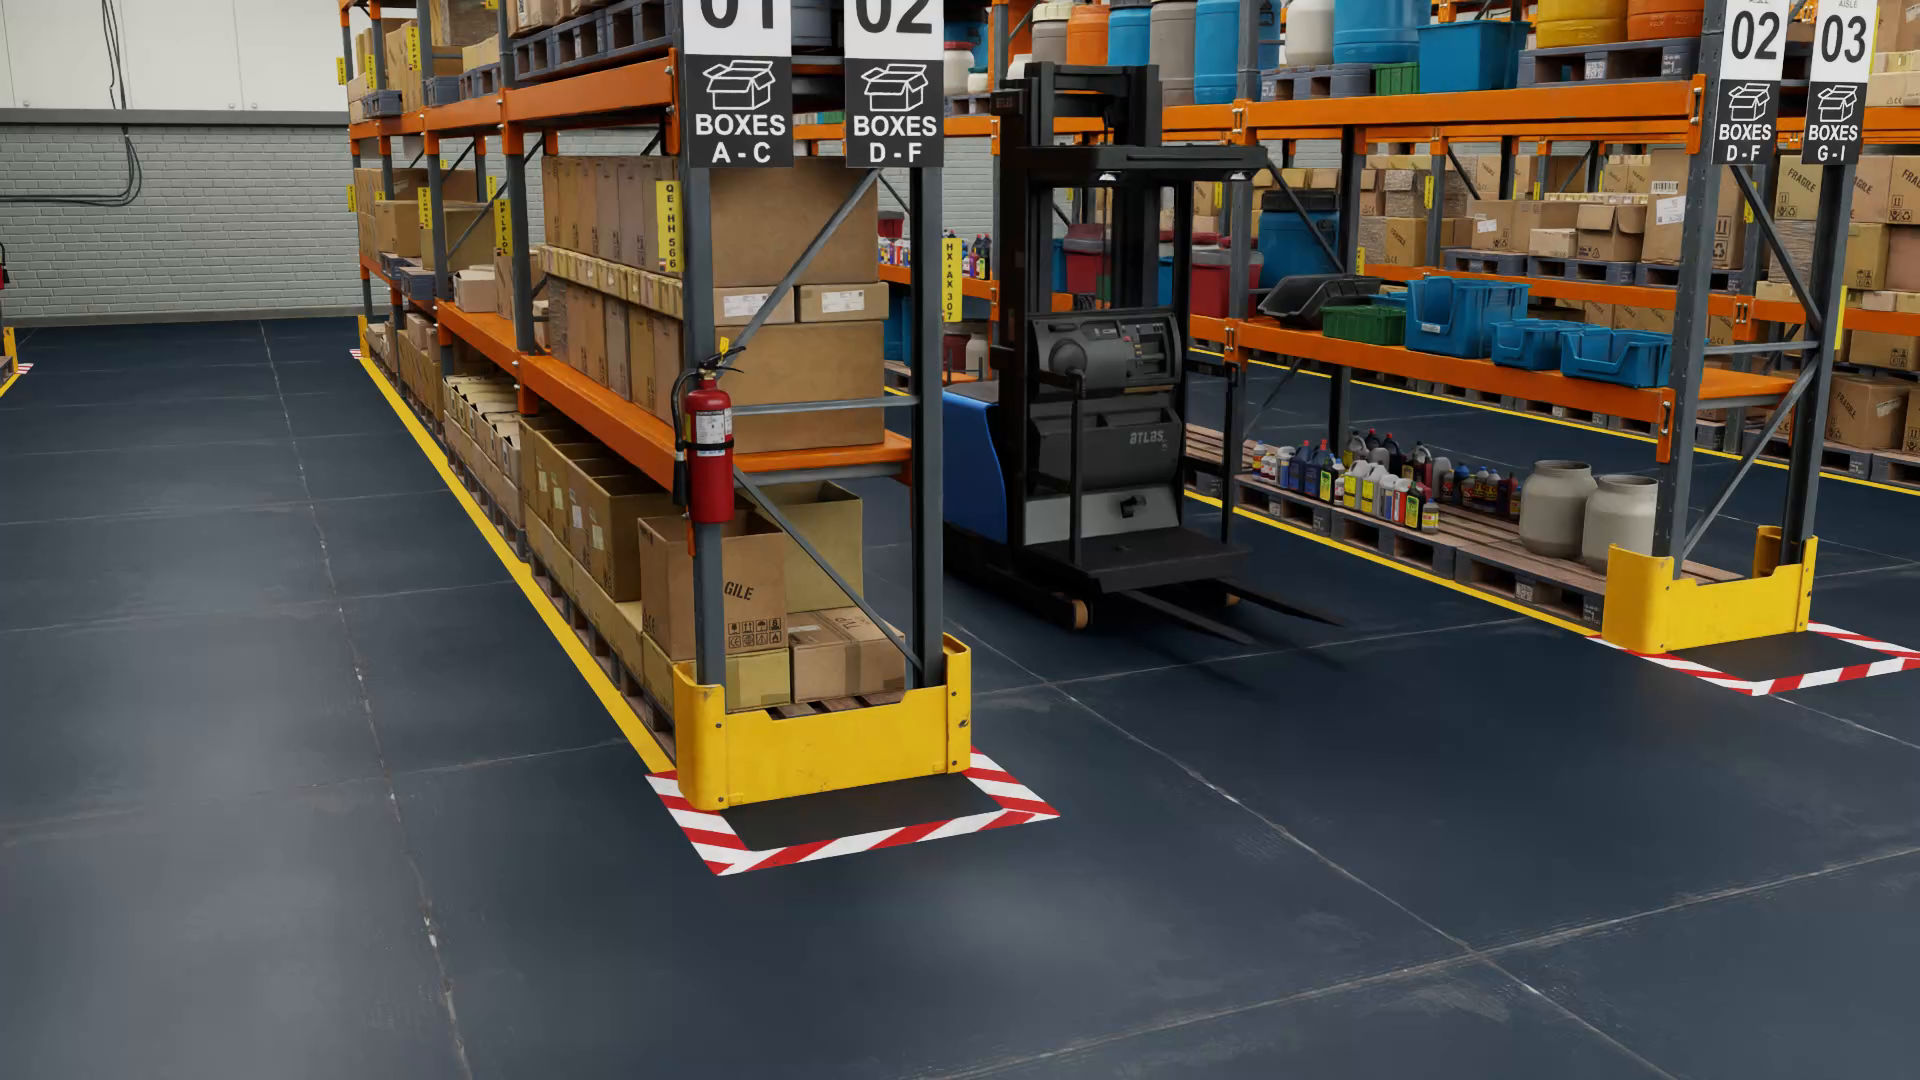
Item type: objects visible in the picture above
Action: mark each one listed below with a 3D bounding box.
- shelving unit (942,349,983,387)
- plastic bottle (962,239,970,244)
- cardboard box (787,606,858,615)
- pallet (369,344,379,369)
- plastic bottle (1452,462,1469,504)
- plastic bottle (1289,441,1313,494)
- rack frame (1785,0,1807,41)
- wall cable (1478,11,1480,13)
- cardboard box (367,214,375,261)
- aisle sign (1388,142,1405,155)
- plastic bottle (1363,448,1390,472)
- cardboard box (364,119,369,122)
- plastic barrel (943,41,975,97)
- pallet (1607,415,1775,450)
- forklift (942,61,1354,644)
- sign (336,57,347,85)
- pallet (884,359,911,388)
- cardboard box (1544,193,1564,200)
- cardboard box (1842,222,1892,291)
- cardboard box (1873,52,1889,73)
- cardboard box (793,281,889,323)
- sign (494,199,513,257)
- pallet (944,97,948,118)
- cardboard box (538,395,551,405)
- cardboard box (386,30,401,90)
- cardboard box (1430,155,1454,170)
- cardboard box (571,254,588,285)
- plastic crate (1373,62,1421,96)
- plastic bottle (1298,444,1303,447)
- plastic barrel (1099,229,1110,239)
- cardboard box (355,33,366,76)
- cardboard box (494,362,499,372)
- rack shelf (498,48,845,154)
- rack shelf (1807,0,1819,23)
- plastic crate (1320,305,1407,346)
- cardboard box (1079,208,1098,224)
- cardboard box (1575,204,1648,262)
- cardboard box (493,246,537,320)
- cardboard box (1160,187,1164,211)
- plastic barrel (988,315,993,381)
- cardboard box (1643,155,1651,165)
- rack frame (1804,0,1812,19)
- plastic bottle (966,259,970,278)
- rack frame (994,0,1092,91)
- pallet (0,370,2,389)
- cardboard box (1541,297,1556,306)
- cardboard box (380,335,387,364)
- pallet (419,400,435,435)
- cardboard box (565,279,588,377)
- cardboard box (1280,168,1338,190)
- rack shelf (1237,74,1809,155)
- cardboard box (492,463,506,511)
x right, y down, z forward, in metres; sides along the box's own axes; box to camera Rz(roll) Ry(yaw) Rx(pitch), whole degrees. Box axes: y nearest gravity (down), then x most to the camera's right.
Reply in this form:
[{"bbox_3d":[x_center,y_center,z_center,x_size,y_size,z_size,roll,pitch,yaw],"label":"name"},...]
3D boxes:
[{"bbox_3d":[-0.066,-0.619,10.882,0.258,1.200,0.503,-6,14,-23],"label":"shelving unit"},{"bbox_3d":[0.039,-3.116,17.957,0.152,0.276,0.135,-6,14,-23],"label":"plastic bottle"},{"bbox_3d":[-0.765,0.391,7.696,0.500,0.250,0.500,-6,14,-23],"label":"cardboard box"},{"bbox_3d":[-6.609,-2.277,20.241,1.003,0.211,1.213,-6,14,-23],"label":"pallet"},{"bbox_3d":[3.291,-0.378,10.927,0.097,0.271,0.097,0,13,0],"label":"plastic bottle"},{"bbox_3d":[2.331,-0.503,11.290,0.144,0.351,0.185,-5,14,-21],"label":"plastic bottle"},{"bbox_3d":[6.926,-5.154,13.180,1.000,3.000,0.127,-6,14,-23],"label":"rack frame"},{"bbox_3d":[9.353,-9.745,33.018,2.355,3.000,0.029,-6,14,-23],"label":"wall cable"},{"bbox_3d":[-6.415,-3.436,18.841,0.500,0.500,0.500,-5,14,-22],"label":"cardboard box"},{"bbox_3d":[6.950,-6.446,26.303,0.394,0.787,0.004,-6,14,-23],"label":"aisle sign"},{"bbox_3d":[2.861,-0.506,11.467,0.152,0.276,0.135,-6,14,-23],"label":"plastic bottle"},{"bbox_3d":[-6.194,-4.661,18.038,0.500,0.250,0.500,-6,14,-23],"label":"cardboard box"},{"bbox_3d":[-0.063,-4.695,16.617,0.433,0.535,0.433,0,13,0],"label":"plastic barrel"},{"bbox_3d":[6.613,-1.033,14.865,1.003,0.211,1.213,-6,14,-23],"label":"pallet"},{"bbox_3d":[0.915,-1.065,8.969,1.130,2.935,3.031,-7,15,-27],"label":"forklift"},{"bbox_3d":[-7.457,-5.654,20.057,0.100,0.325,0.005,-6,14,-23],"label":"sign"},{"bbox_3d":[-0.546,-1.915,18.674,1.003,0.211,1.213,-6,14,-23],"label":"pallet"},{"bbox_3d":[8.043,-4.560,22.226,0.380,0.149,0.250,-5,14,-20],"label":"cardboard box"},{"bbox_3d":[7.217,-2.219,12.926,0.875,0.500,0.500,-6,14,-23],"label":"cardboard box"},{"bbox_3d":[7.032,-3.611,12.617,0.380,0.149,0.250,-6,14,-23],"label":"cardboard box"},{"bbox_3d":[-0.510,-0.976,6.773,0.380,0.149,0.250,-6,14,-23],"label":"cardboard box"},{"bbox_3d":[-2.646,-1.811,9.652,0.100,0.325,0.005,-6,14,-23],"label":"sign"},{"bbox_3d":[0.044,-4.419,17.075,1.003,0.211,1.213,-6,14,-23],"label":"pallet"},{"bbox_3d":[-2.906,-1.004,12.479,0.500,0.311,0.500,-6,14,-23],"label":"cardboard box"},{"bbox_3d":[-5.223,-4.642,16.249,0.600,0.600,0.600,-7,15,-28],"label":"cardboard box"},{"bbox_3d":[7.244,-5.383,24.378,0.500,0.500,0.500,-6,14,-25],"label":"cardboard box"},{"bbox_3d":[-1.812,-1.418,8.683,0.380,0.149,0.250,-6,14,-25],"label":"cardboard box"},{"bbox_3d":[2.770,-2.791,10.095,0.336,0.188,0.450,-6,14,-23],"label":"plastic crate"},{"bbox_3d":[2.365,-0.514,11.489,0.061,0.283,0.133,-6,14,-23],"label":"plastic bottle"},{"bbox_3d":[1.393,-2.471,14.647,0.421,0.512,0.421,0,13,0],"label":"plastic barrel"},{"bbox_3d":[-6.616,-5.598,19.312,0.700,0.500,0.500,-6,14,-23],"label":"cardboard box"},{"bbox_3d":[-3.890,-1.387,14.780,0.500,0.500,0.500,-6,14,-25],"label":"cardboard box"},{"bbox_3d":[-1.351,-2.035,7.951,1.077,0.370,4.000,-6,14,-23],"label":"rack shelf"},{"bbox_3d":[10.710,-5.449,16.937,1.077,0.370,4.000,-6,14,-23],"label":"rack shelf"},{"bbox_3d":[2.673,-1.374,10.626,0.450,0.188,0.662,-6,14,-23],"label":"plastic crate"},{"bbox_3d":[2.064,-4.658,24.018,0.500,0.250,0.500,-6,14,-24],"label":"cardboard box"},{"bbox_3d":[6.147,-2.836,15.309,0.797,0.503,0.637,-4,14,-17],"label":"cardboard box"},{"bbox_3d":[-3.068,-1.867,12.062,0.500,0.500,0.500,-6,15,-26],"label":"cardboard box"},{"bbox_3d":[2.477,-4.814,23.027,0.500,0.500,0.500,-6,14,-24],"label":"cardboard box"},{"bbox_3d":[0.574,-1.857,16.122,0.600,0.830,0.708,-6,14,-23],"label":"plastic barrel"},{"bbox_3d":[11.379,-6.194,27.103,0.380,0.149,0.250,-6,14,-25],"label":"cardboard box"},{"bbox_3d":[9.909,-6.407,18.596,1.000,3.000,0.127,-6,14,-23],"label":"rack frame"},{"bbox_3d":[0.110,-2.631,16.027,0.097,0.201,0.097,0,13,0],"label":"plastic bottle"},{"bbox_3d":[0.785,-5.533,14.818,1.000,3.000,0.127,-6,14,-23],"label":"rack frame"},{"bbox_3d":[-10.620,-1.600,17.313,1.003,0.211,1.213,-6,14,-23],"label":"pallet"},{"bbox_3d":[8.454,-3.375,23.532,0.380,0.149,0.250,-5,14,-20],"label":"cardboard box"},{"bbox_3d":[-6.146,-2.141,18.456,0.500,0.311,0.500,-6,14,-23],"label":"cardboard box"},{"bbox_3d":[-4.504,-1.214,15.648,1.003,0.211,1.213,-6,14,-23],"label":"pallet"},{"bbox_3d":[-1.752,-1.186,9.121,0.700,0.500,0.500,-6,14,-24],"label":"cardboard box"},{"bbox_3d":[4.249,-4.147,19.689,0.797,0.503,0.637,-5,14,-22],"label":"cardboard box"},{"bbox_3d":[3.189,-2.481,9.881,1.077,0.370,4.000,-6,14,-23],"label":"rack shelf"},{"bbox_3d":[-2.785,-0.366,10.966,0.500,0.250,0.500,-6,14,-24],"label":"cardboard box"}]
